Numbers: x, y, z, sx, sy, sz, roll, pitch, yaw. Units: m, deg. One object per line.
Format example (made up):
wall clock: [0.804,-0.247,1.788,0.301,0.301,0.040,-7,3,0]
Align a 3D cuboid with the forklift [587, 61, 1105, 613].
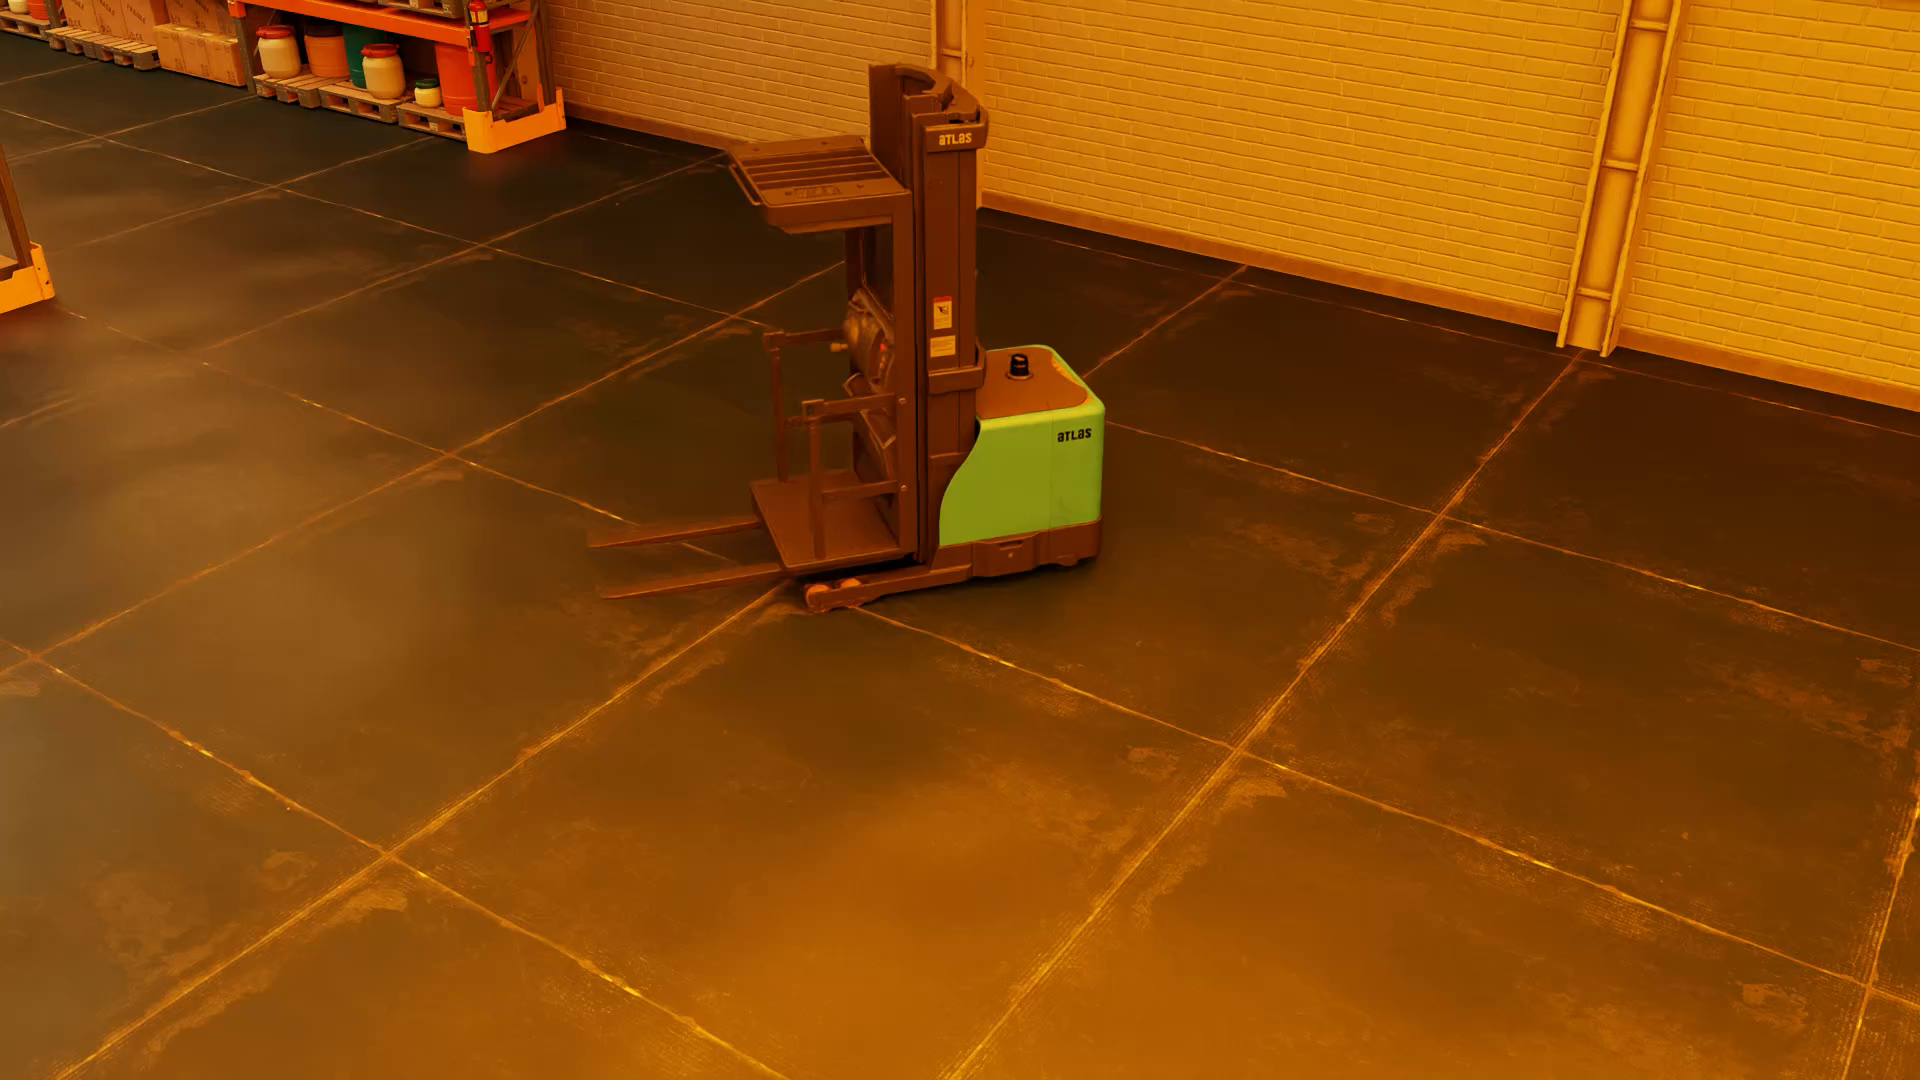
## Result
forklift: [-0.708,-1.135,9.535,3.031,2.935,1.130,-9,31,-15]
